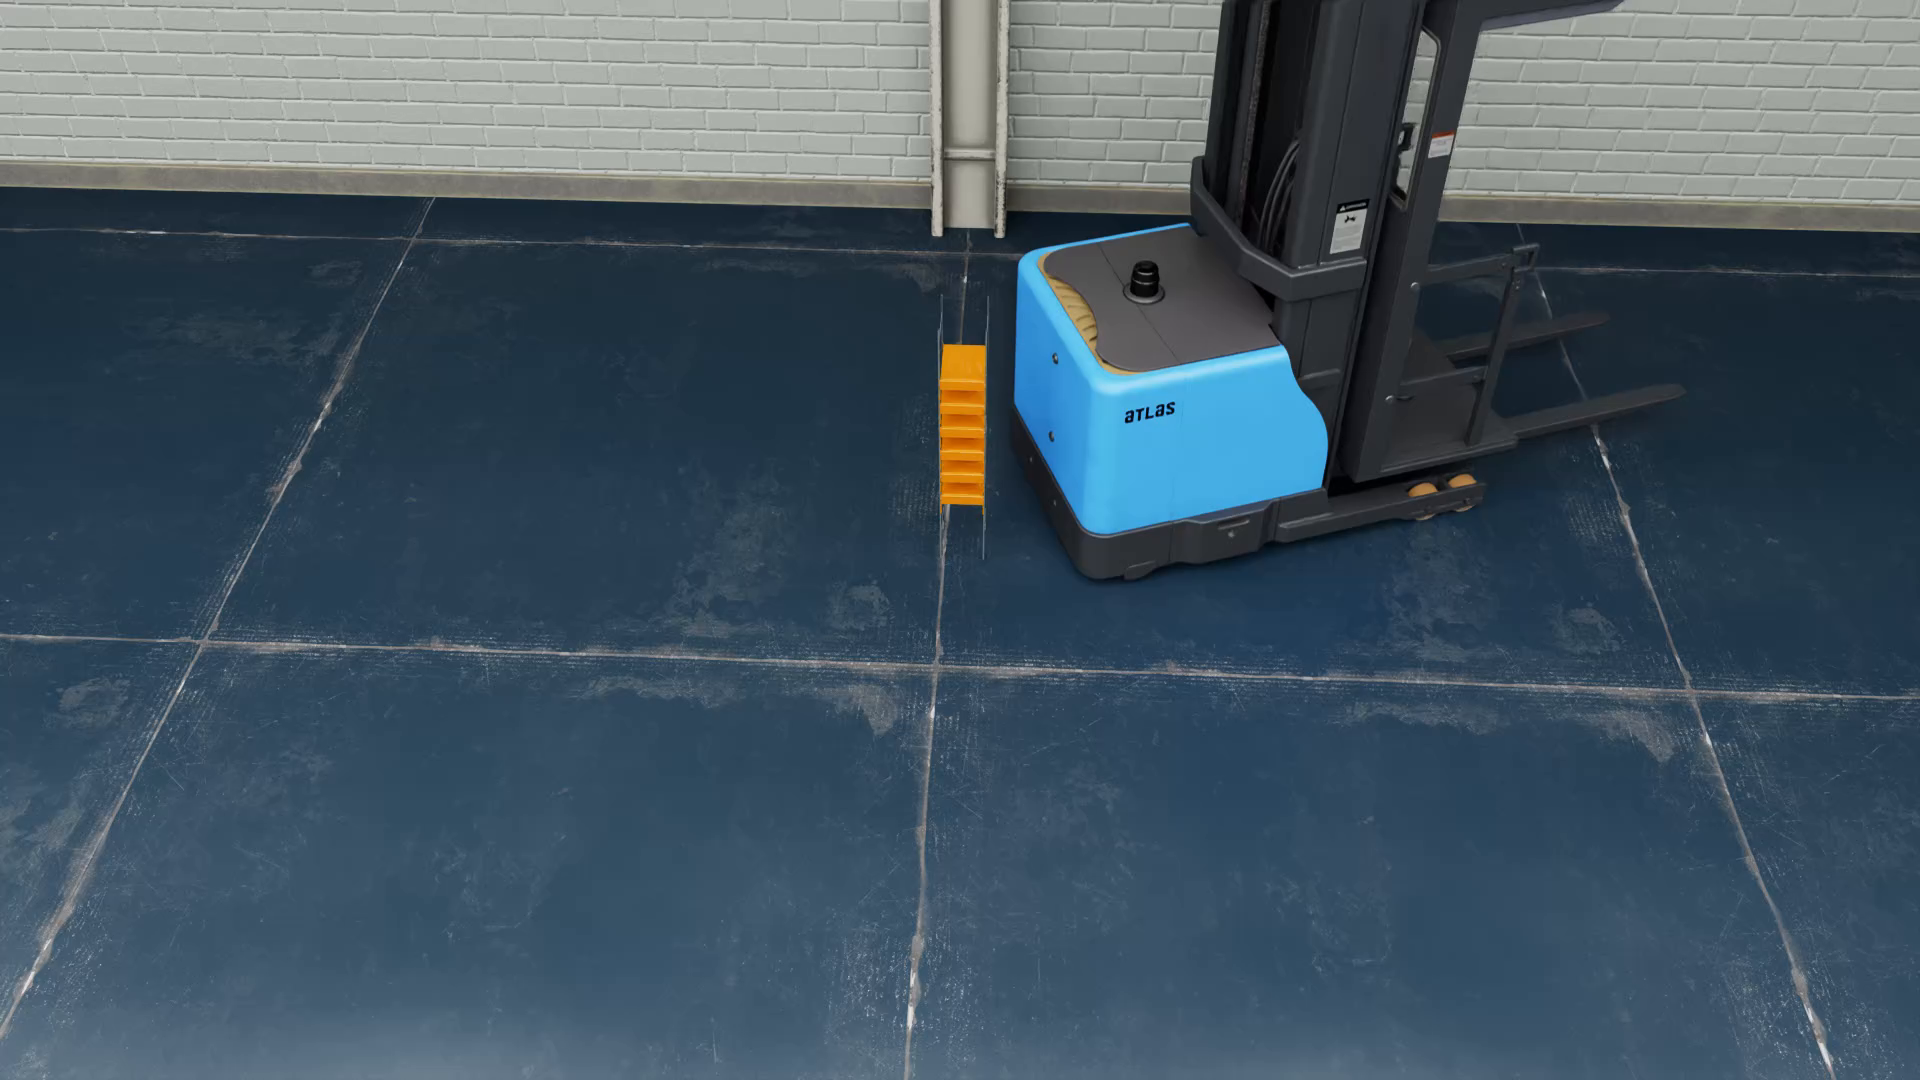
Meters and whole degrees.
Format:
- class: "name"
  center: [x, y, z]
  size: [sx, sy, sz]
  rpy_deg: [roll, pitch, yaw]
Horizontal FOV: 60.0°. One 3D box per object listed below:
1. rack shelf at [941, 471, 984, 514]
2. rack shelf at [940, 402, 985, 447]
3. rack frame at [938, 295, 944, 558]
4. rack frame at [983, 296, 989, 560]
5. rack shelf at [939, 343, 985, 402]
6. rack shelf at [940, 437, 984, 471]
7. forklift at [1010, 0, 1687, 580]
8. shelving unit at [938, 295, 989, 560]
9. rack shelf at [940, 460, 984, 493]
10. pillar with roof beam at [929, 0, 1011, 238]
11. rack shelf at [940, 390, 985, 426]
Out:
- class: "rack shelf"
  center: [0.014, -0.230, 7.034]
  size: [0.180, 0.103, 0.258]
  rpy_deg: [2, 43, 2]
- class: "rack shelf"
  center: [0.014, -0.494, 6.789]
  size: [0.180, 0.103, 0.258]
  rpy_deg: [2, 43, 2]
- class: "rack frame"
  center: [-0.077, -0.441, 6.844]
  size: [0.006, 1.200, 0.240]
  rpy_deg: [2, 43, 2]
- class: "rack frame"
  center: [0.106, -0.436, 6.838]
  size: [0.006, 1.200, 0.240]
  rpy_deg: [2, 43, 2]
- class: "rack shelf"
  center: [0.014, -0.669, 6.625]
  size: [0.180, 0.103, 0.258]
  rpy_deg: [2, 43, 2]
- class: "rack shelf"
  center: [0.014, -0.406, 6.871]
  size: [0.180, 0.103, 0.258]
  rpy_deg: [2, 43, 2]
- class: "forklift"
  center: [1.804, -1.491, 6.700]
  size: [3.031, 2.935, 1.130]
  rpy_deg: [-12, 44, -13]
- class: "shelving unit"
  center: [0.014, -0.439, 6.841]
  size: [0.189, 1.200, 0.258]
  rpy_deg: [2, 43, 2]
- class: "rack shelf"
  center: [0.014, -0.318, 6.953]
  size: [0.180, 0.103, 0.258]
  rpy_deg: [2, 43, 2]
- class: "pillar with roof beam"
  center: [-0.141, -2.110, 2.913]
  size: [0.400, 9.000, 9.100]
  rpy_deg: [2, 43, 2]
- class: "rack shelf"
  center: [0.014, -0.582, 6.707]
  size: [0.180, 0.103, 0.258]
  rpy_deg: [2, 43, 2]
